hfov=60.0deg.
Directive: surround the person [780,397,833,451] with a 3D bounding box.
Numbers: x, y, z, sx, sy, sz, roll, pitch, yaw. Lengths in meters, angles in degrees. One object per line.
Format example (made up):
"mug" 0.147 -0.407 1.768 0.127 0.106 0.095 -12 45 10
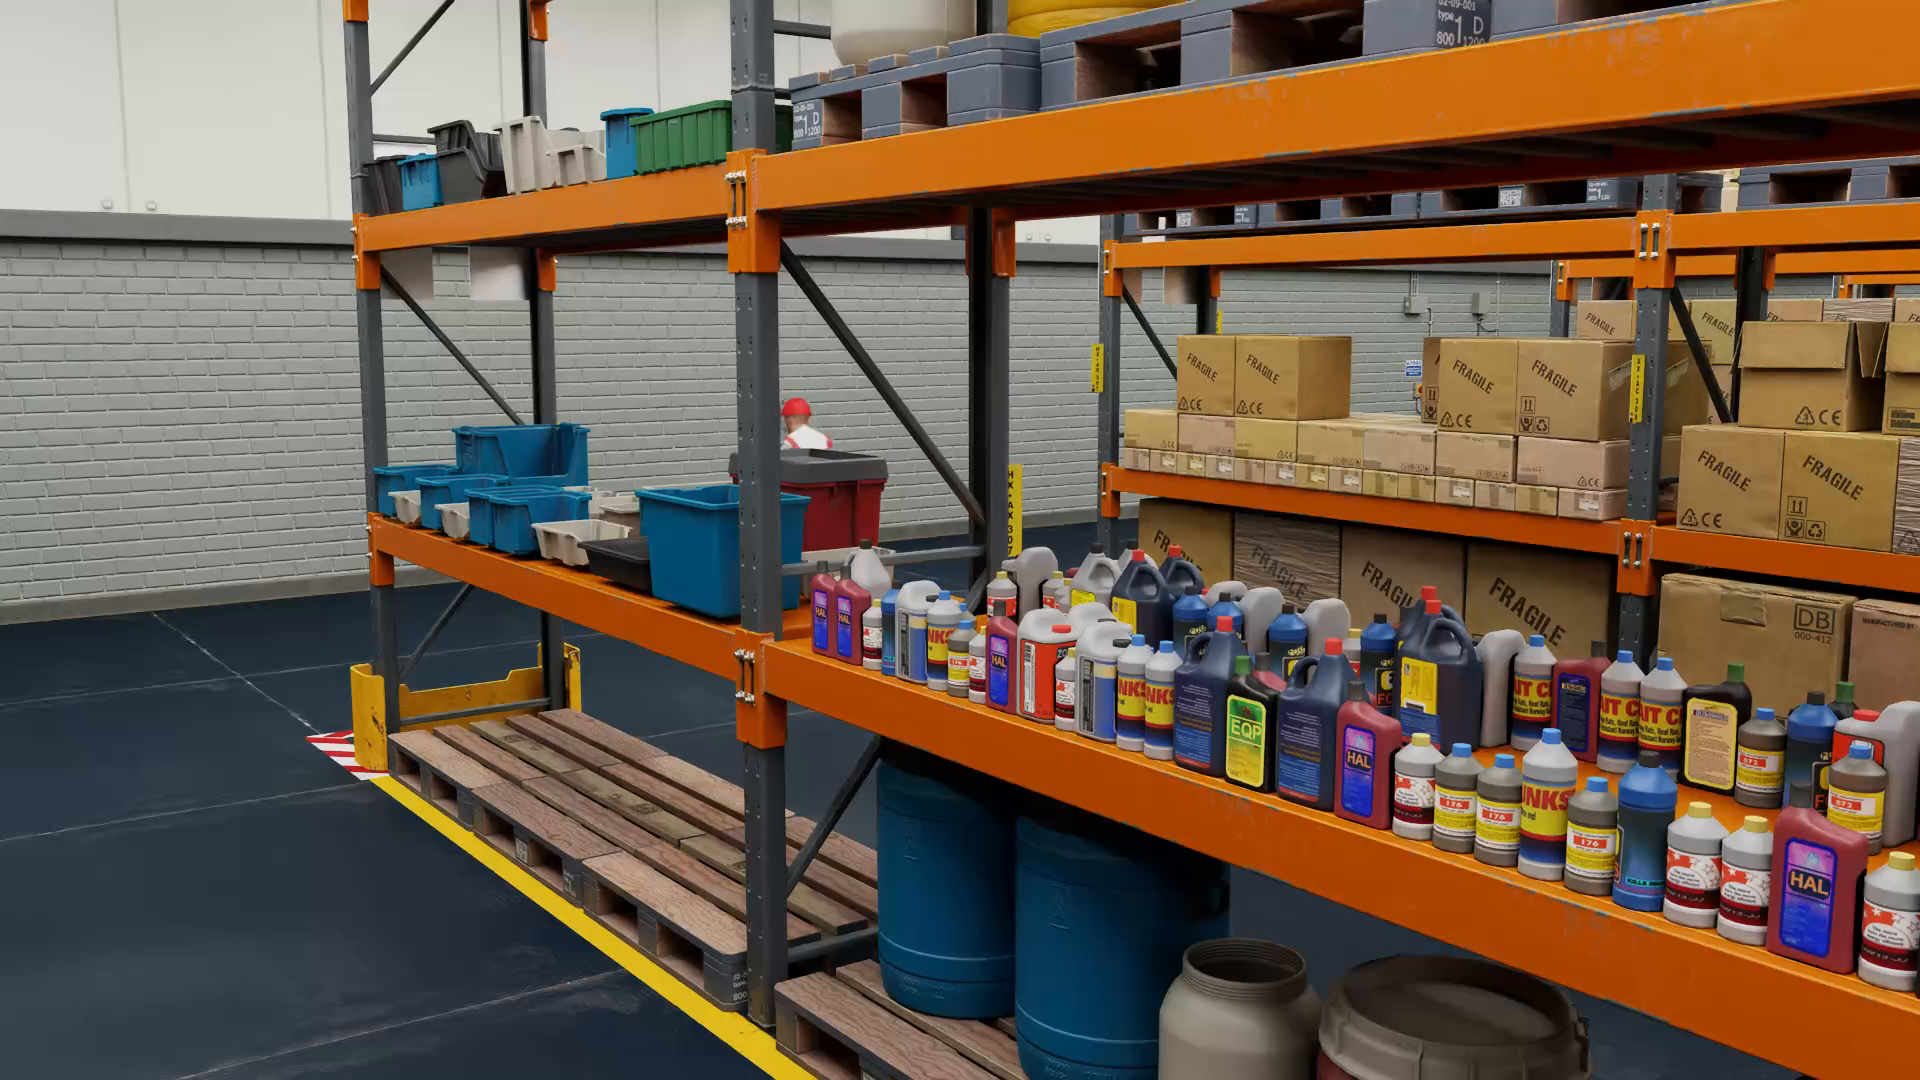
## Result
"person" -1.133 -0.193 12.373 0.483 1.725 0.603 -6 10 -37
